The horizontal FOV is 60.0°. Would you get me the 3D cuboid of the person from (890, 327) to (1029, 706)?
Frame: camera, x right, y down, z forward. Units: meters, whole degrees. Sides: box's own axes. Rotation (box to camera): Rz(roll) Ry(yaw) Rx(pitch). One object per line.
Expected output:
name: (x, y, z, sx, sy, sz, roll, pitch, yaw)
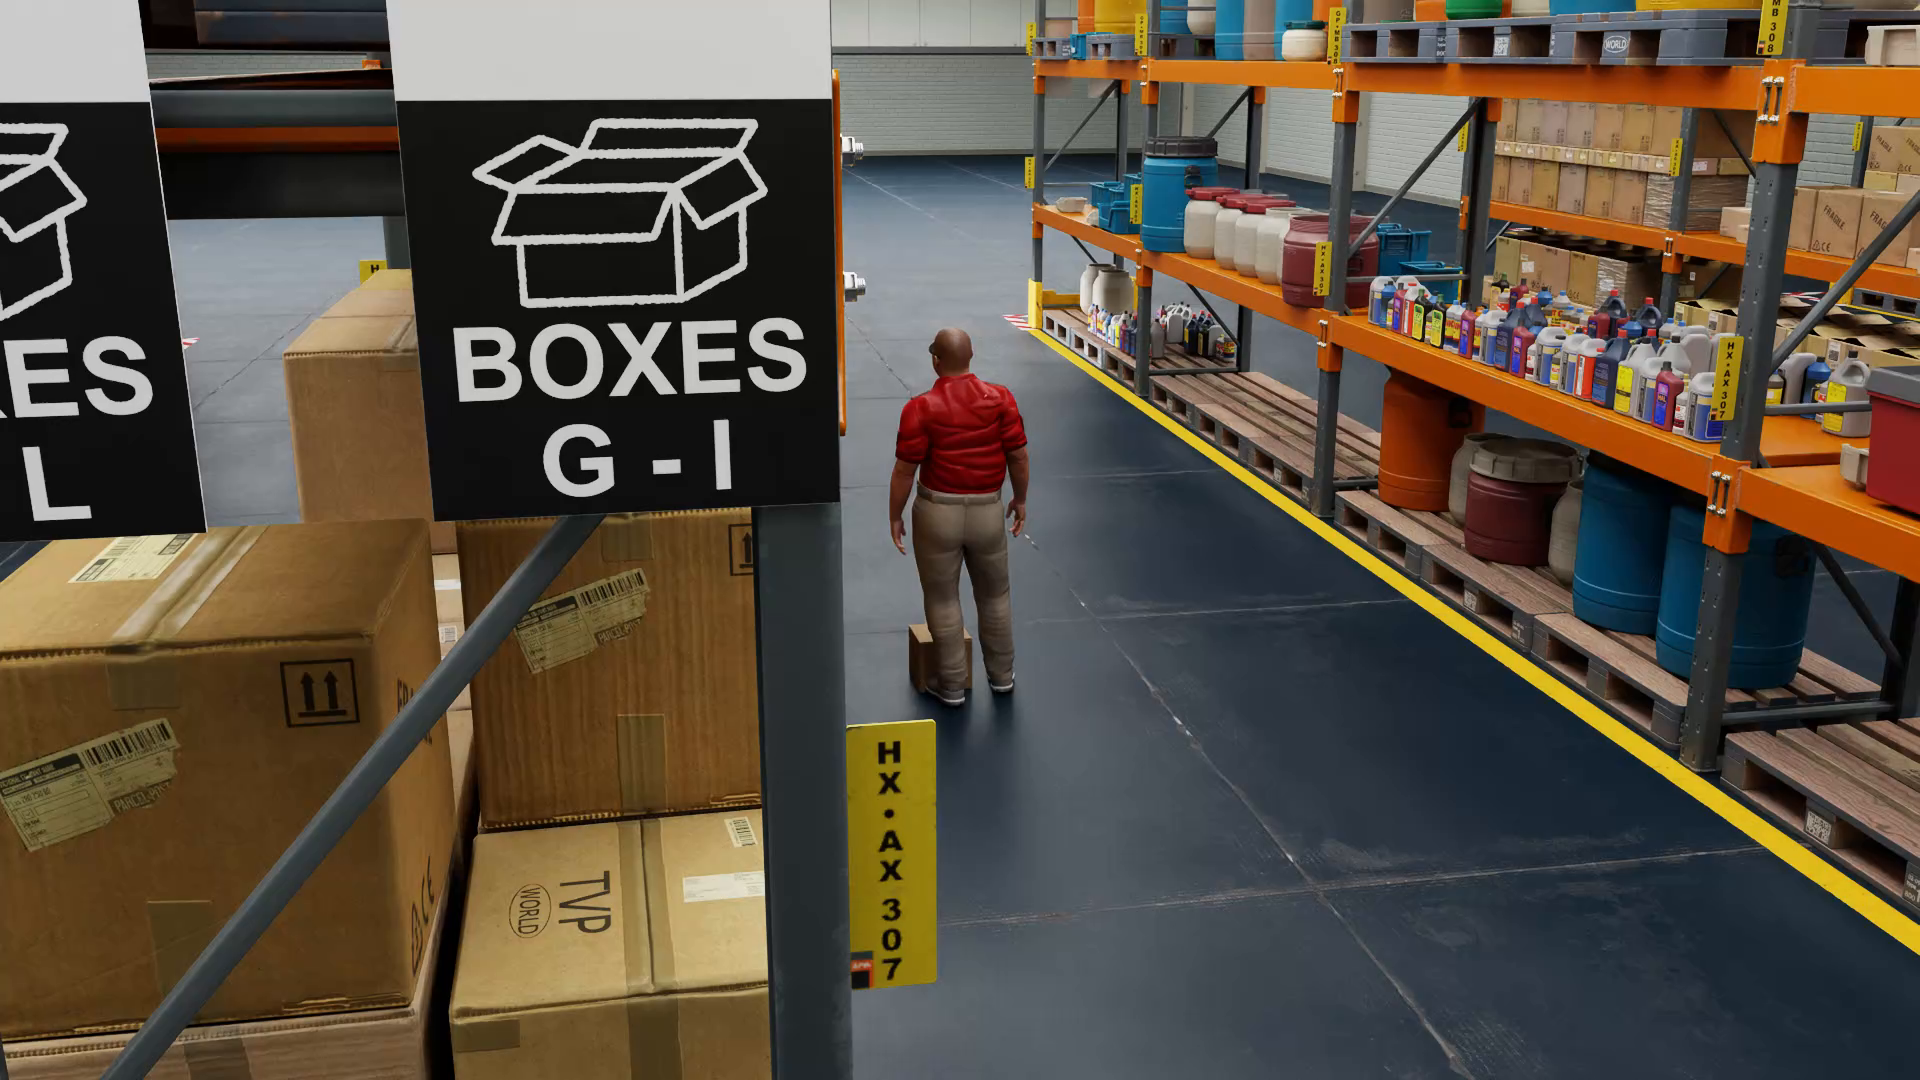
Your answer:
person: (-0.017, -0.114, 7.428, 0.640, 1.727, 0.551, -4, 17, -12)
